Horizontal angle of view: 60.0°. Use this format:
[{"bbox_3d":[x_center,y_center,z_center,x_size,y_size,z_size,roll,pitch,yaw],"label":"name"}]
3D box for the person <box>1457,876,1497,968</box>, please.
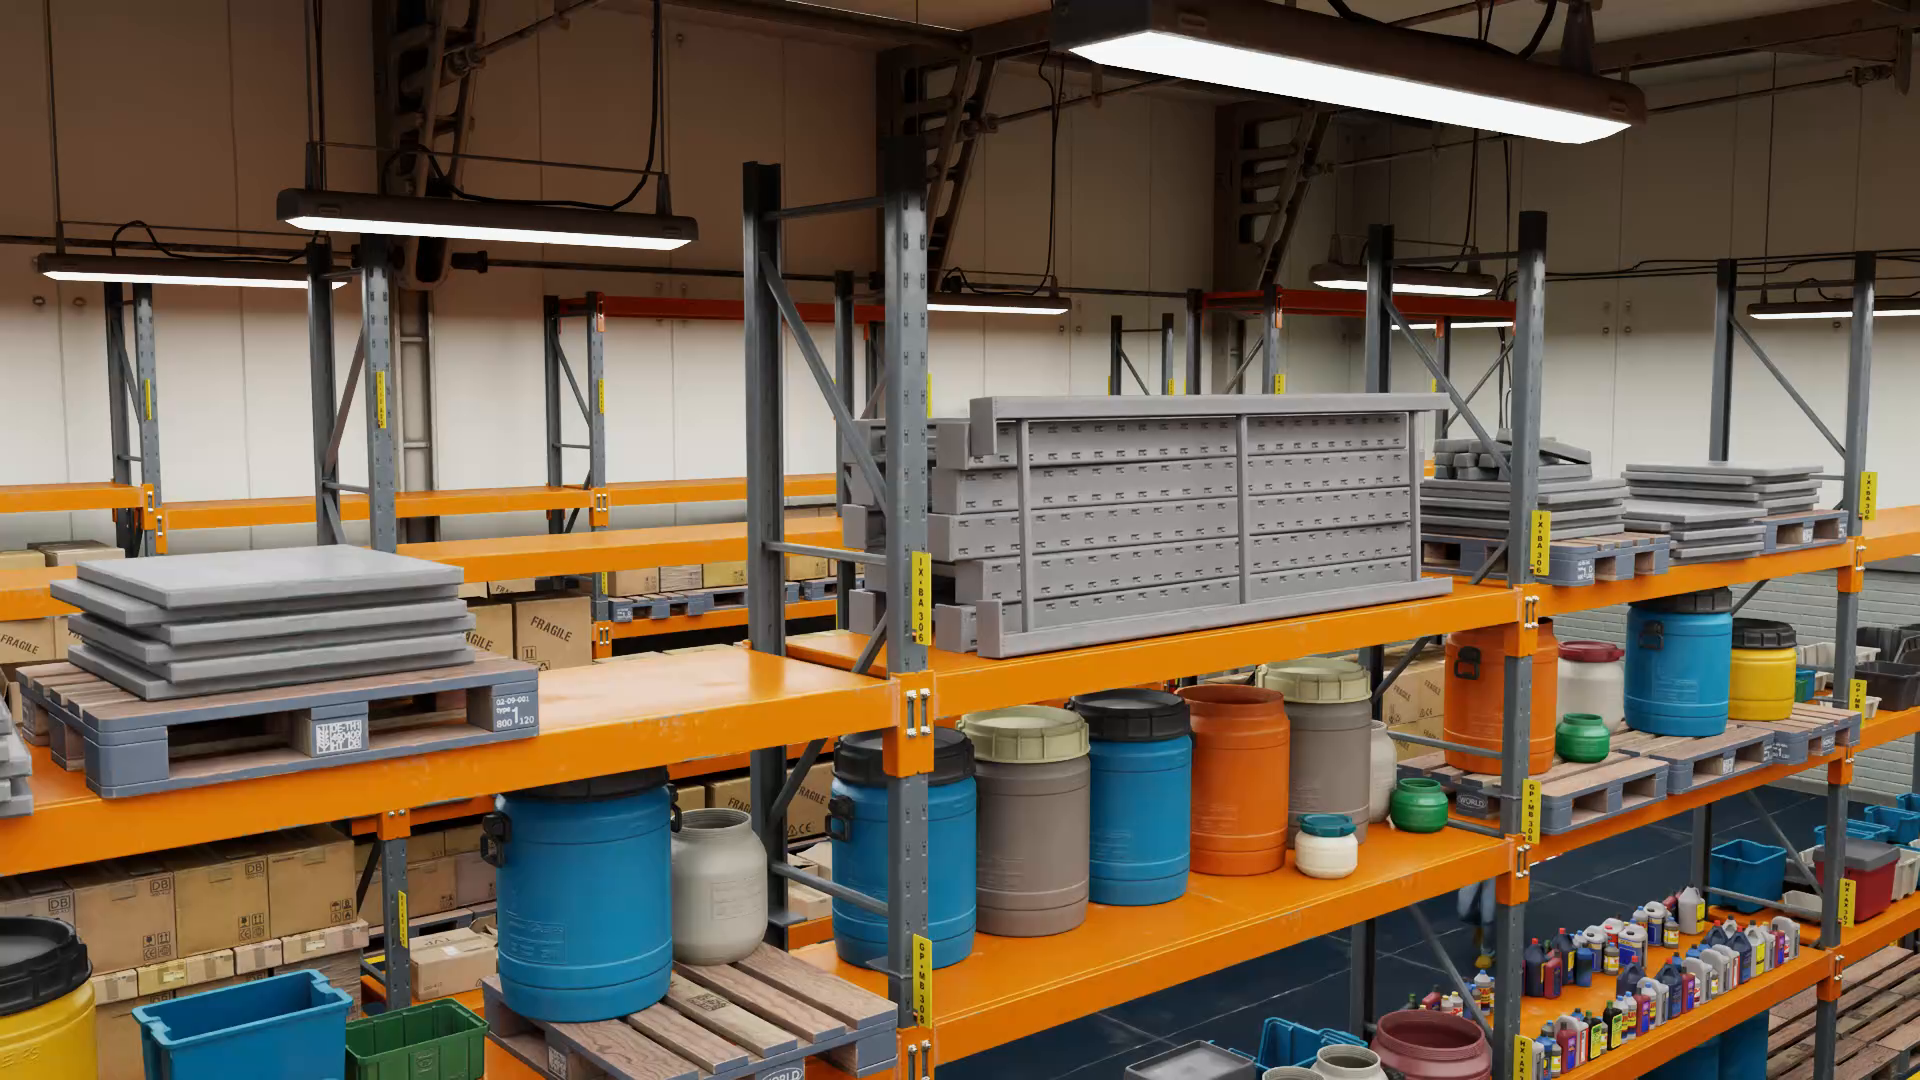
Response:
[{"bbox_3d":[4.613,2.906,14.634,0.709,1.726,0.591,4,7,38],"label":"person"}]
